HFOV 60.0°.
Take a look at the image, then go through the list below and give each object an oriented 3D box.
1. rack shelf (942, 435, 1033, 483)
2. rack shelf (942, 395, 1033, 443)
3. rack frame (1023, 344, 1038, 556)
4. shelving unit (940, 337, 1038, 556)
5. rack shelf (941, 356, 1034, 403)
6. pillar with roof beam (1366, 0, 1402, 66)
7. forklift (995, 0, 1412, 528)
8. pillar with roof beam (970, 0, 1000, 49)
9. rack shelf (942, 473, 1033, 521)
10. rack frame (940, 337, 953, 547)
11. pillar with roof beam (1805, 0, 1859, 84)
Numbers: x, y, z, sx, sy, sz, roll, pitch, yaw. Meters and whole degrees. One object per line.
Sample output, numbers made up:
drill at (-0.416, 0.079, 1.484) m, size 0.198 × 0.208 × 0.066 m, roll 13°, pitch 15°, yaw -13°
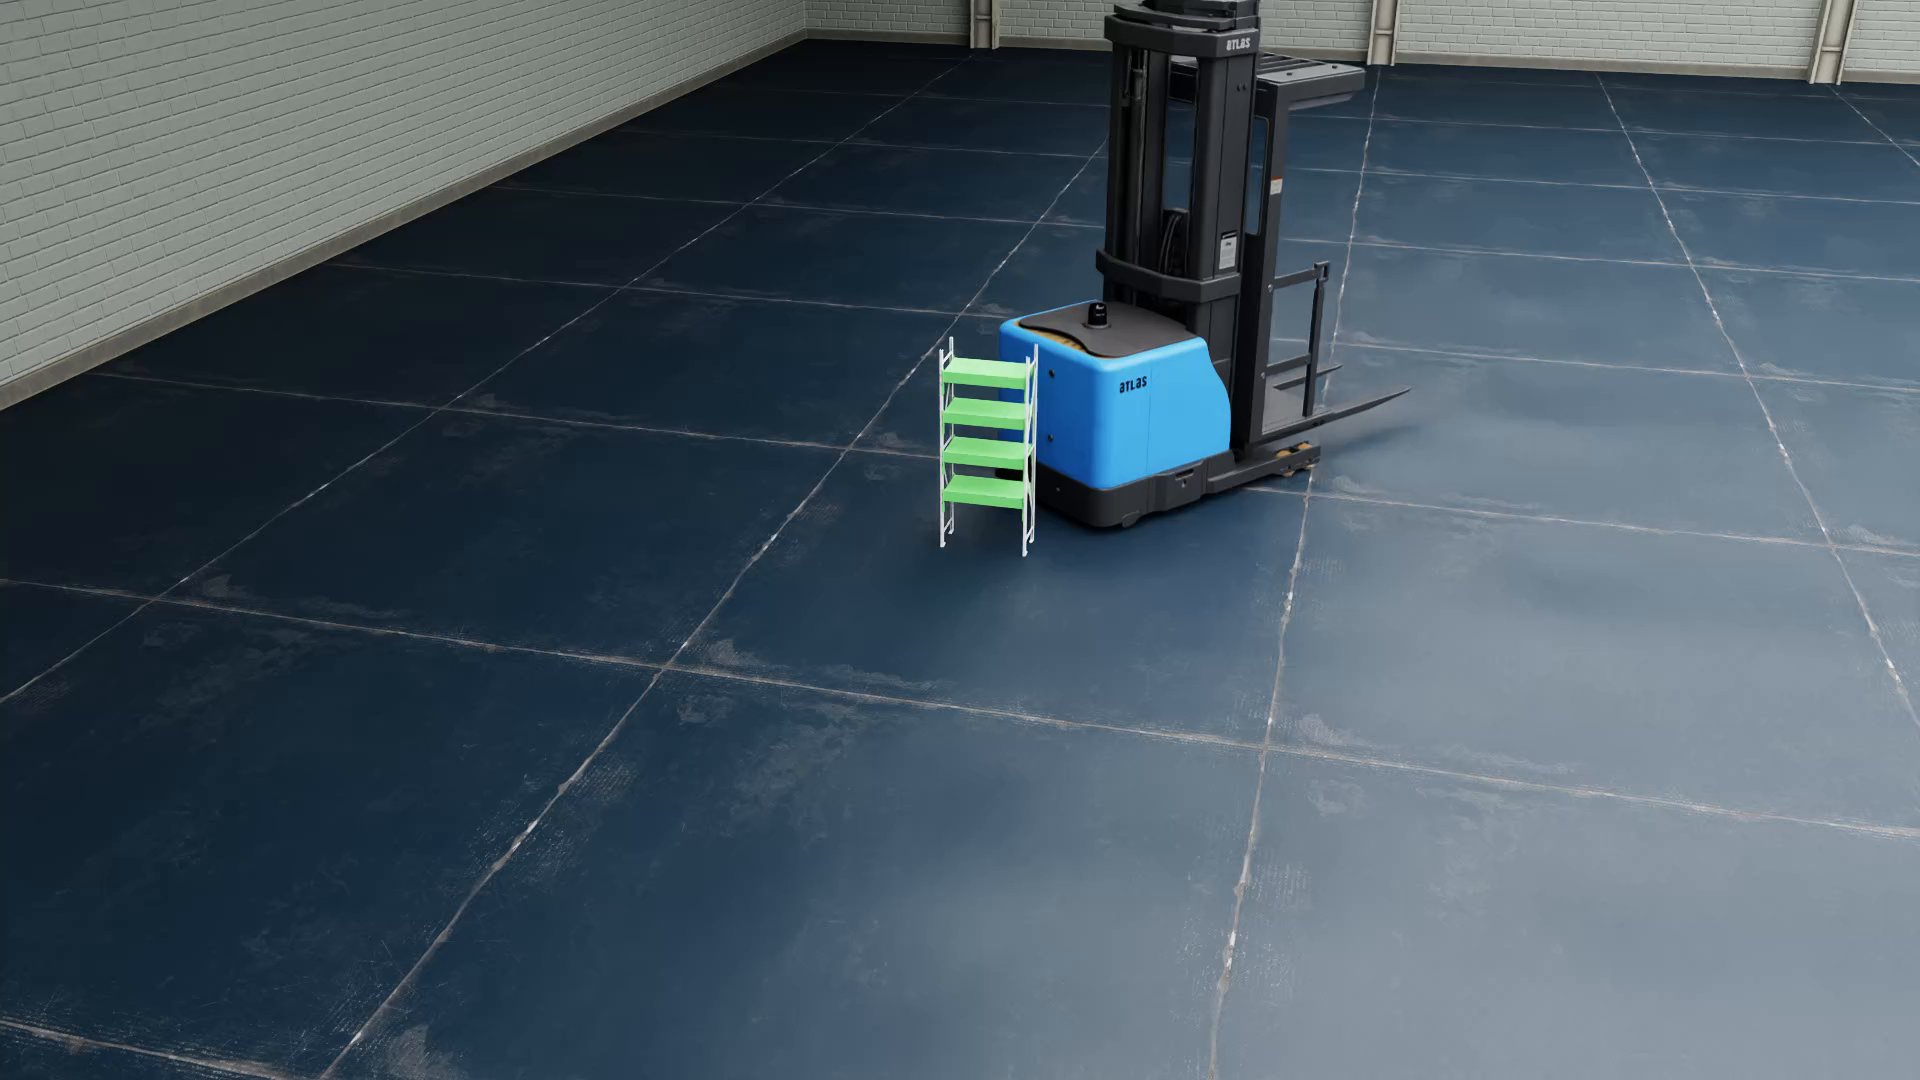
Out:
rack shelf at (0.160, -0.466, 9.482) m, size 0.480 × 0.148 × 0.258 m, roll 6°, pitch 26°, yaw 13°
rack shelf at (0.160, -0.683, 9.379) m, size 0.480 × 0.148 × 0.258 m, roll 6°, pitch 26°, yaw 13°
rack frame at (0.397, -0.498, 9.400) m, size 0.015 × 1.200 × 0.240 m, roll 6°, pitch 26°, yaw 13°
shelving unit at (0.160, -0.524, 9.455) m, size 0.503 × 1.200 × 0.258 m, roll 6°, pitch 26°, yaw 13°
rack shelf at (0.160, -0.900, 9.276) m, size 0.480 × 0.148 × 0.258 m, roll 6°, pitch 26°, yaw 13°
pillar with roof beam at (5.123, -9.290, 18.794) m, size 0.400 × 9.000 × 9.100 m, roll 6°, pitch 26°, yaw 13°
forklift at (1.699, -1.888, 10.305) m, size 3.031 × 2.935 × 1.130 m, roll -18°, pitch 31°, yaw -33°
pillar with roof beam at (-0.688, -9.932, 20.143) m, size 0.400 × 9.000 × 9.100 m, roll 6°, pitch 26°, yaw 13°
rack shelf at (0.160, -0.250, 9.585) m, size 0.480 × 0.148 × 0.258 m, roll 6°, pitch 26°, yaw 13°
rack frame at (-0.076, -0.550, 9.510) m, size 0.015 × 1.200 × 0.240 m, roll 6°, pitch 26°, yaw 13°
pillar with roof beam at (10.934, -8.647, 17.444) m, size 0.400 × 9.000 × 9.100 m, roll 6°, pitch 26°, yaw 13°
